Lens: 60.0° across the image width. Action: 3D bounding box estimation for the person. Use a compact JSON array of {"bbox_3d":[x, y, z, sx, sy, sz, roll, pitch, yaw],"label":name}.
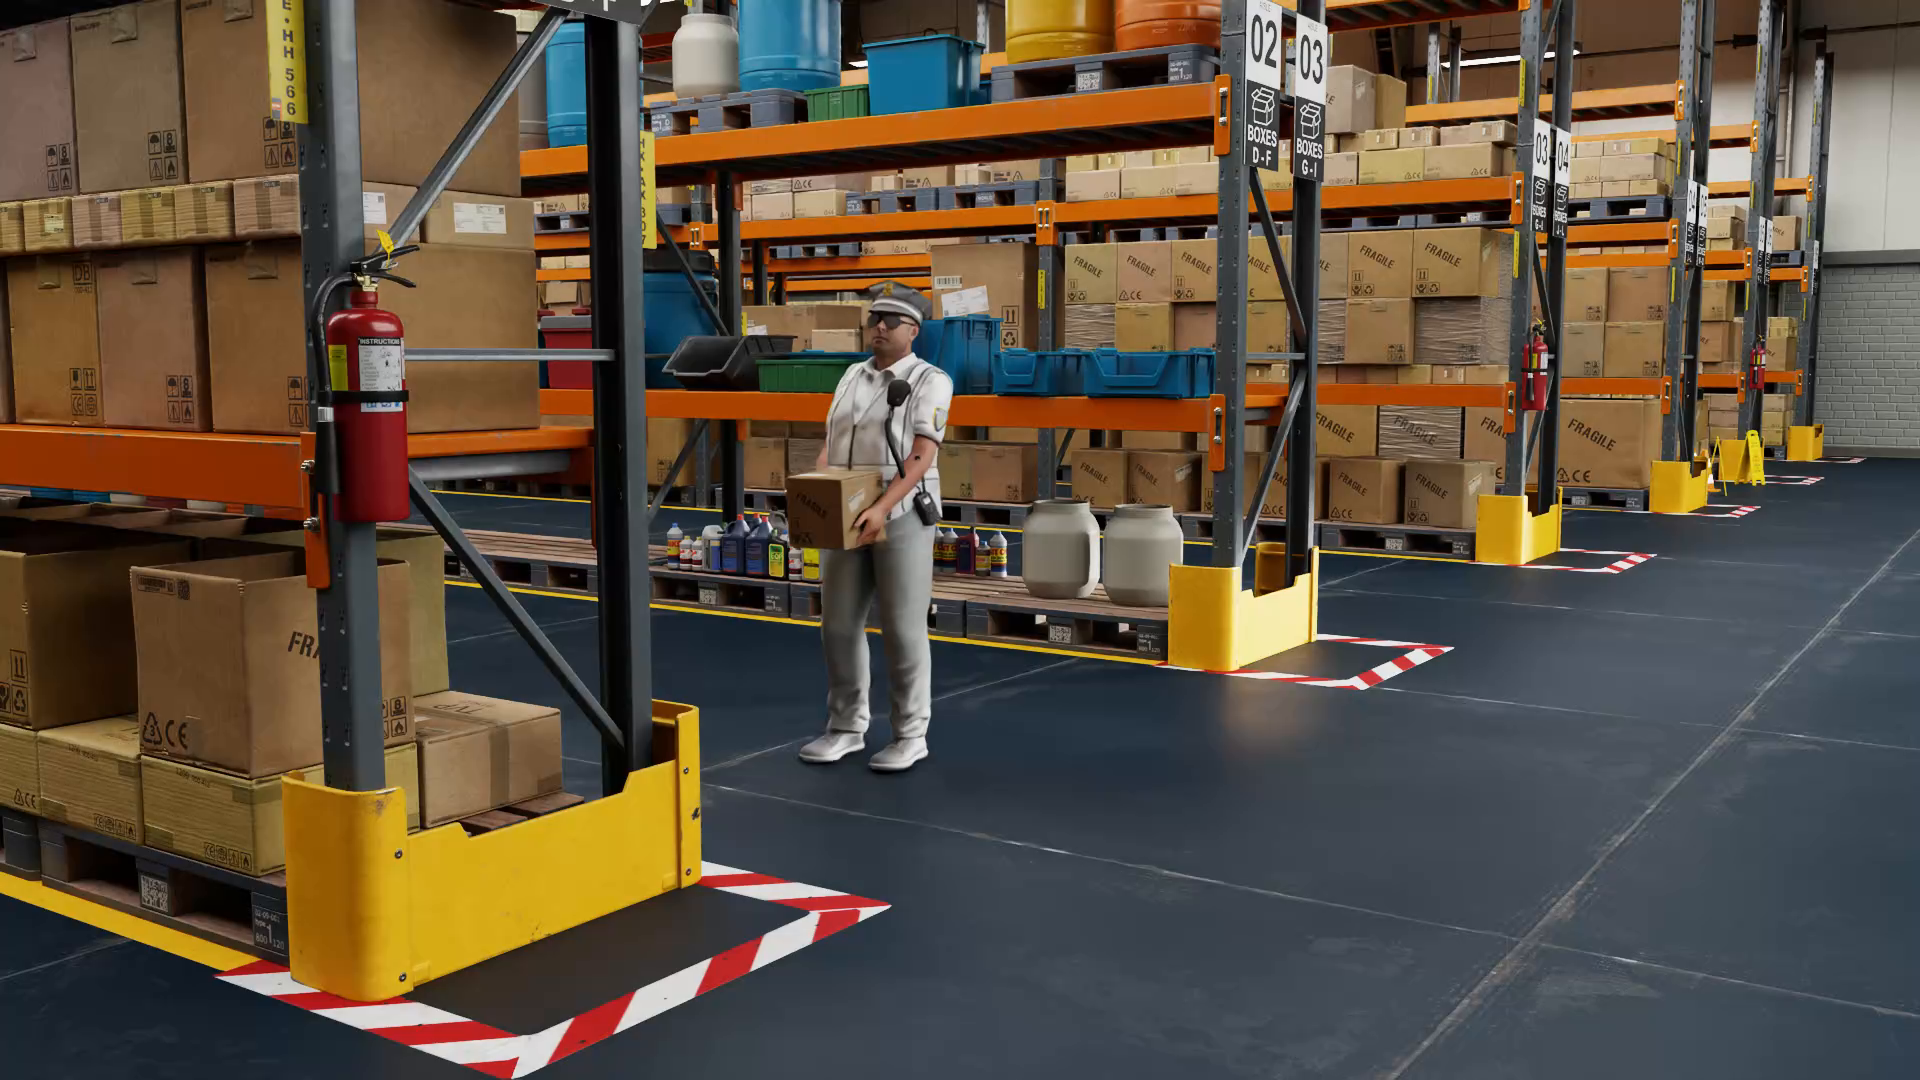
[{"bbox_3d":[-0.322,-0.057,6.107,0.513,1.782,0.552,4,7,33],"label":"person"}]
